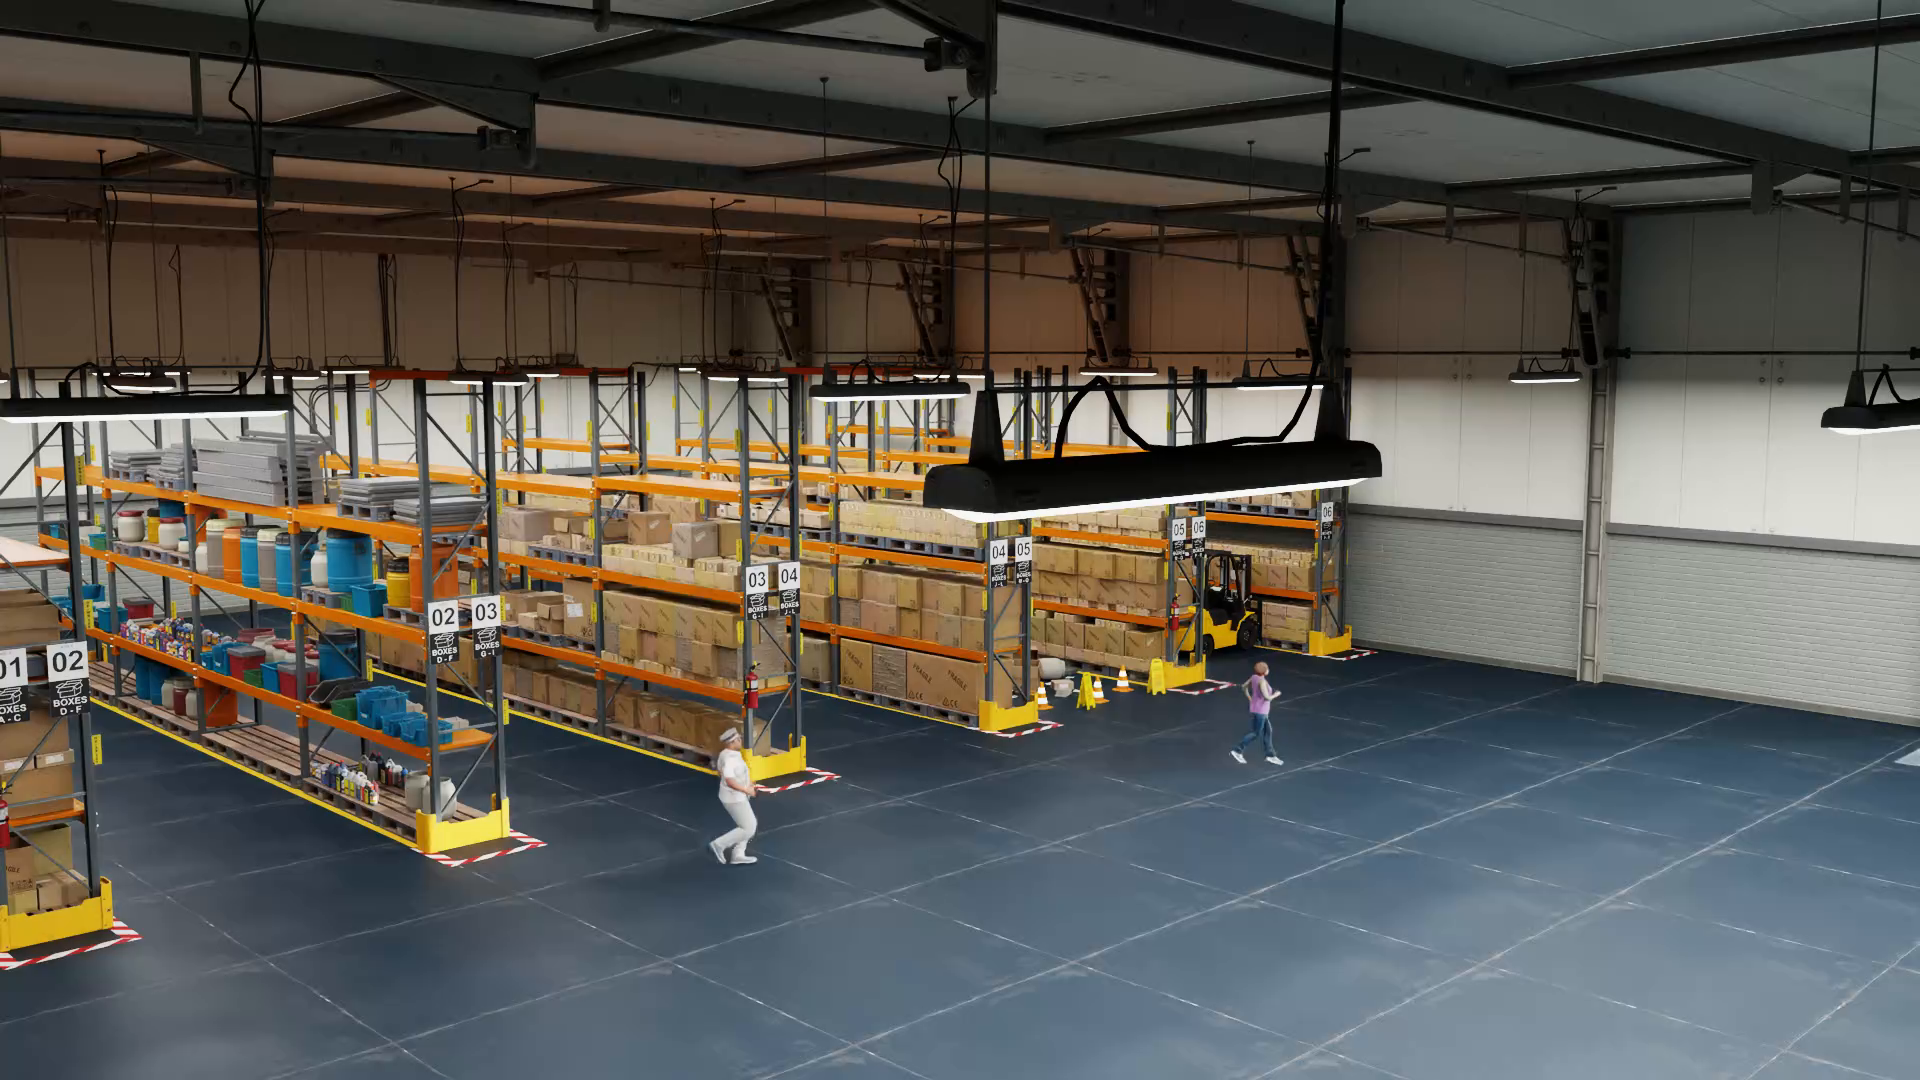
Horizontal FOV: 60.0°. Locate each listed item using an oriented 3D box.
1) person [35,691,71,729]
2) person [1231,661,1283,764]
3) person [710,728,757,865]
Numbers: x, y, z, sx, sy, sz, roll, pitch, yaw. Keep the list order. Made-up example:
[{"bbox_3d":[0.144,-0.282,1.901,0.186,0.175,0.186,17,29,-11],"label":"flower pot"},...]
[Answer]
[{"bbox_3d":[-14.325,2.574,26.443,0.643,1.606,0.615,6,9,42],"label":"person"},{"bbox_3d":[4.554,2.651,25.409,0.830,1.610,0.575,-1,6,-5],"label":"person"},{"bbox_3d":[-2.800,3.160,20.478,0.629,1.730,0.663,-2,7,-20],"label":"person"}]
